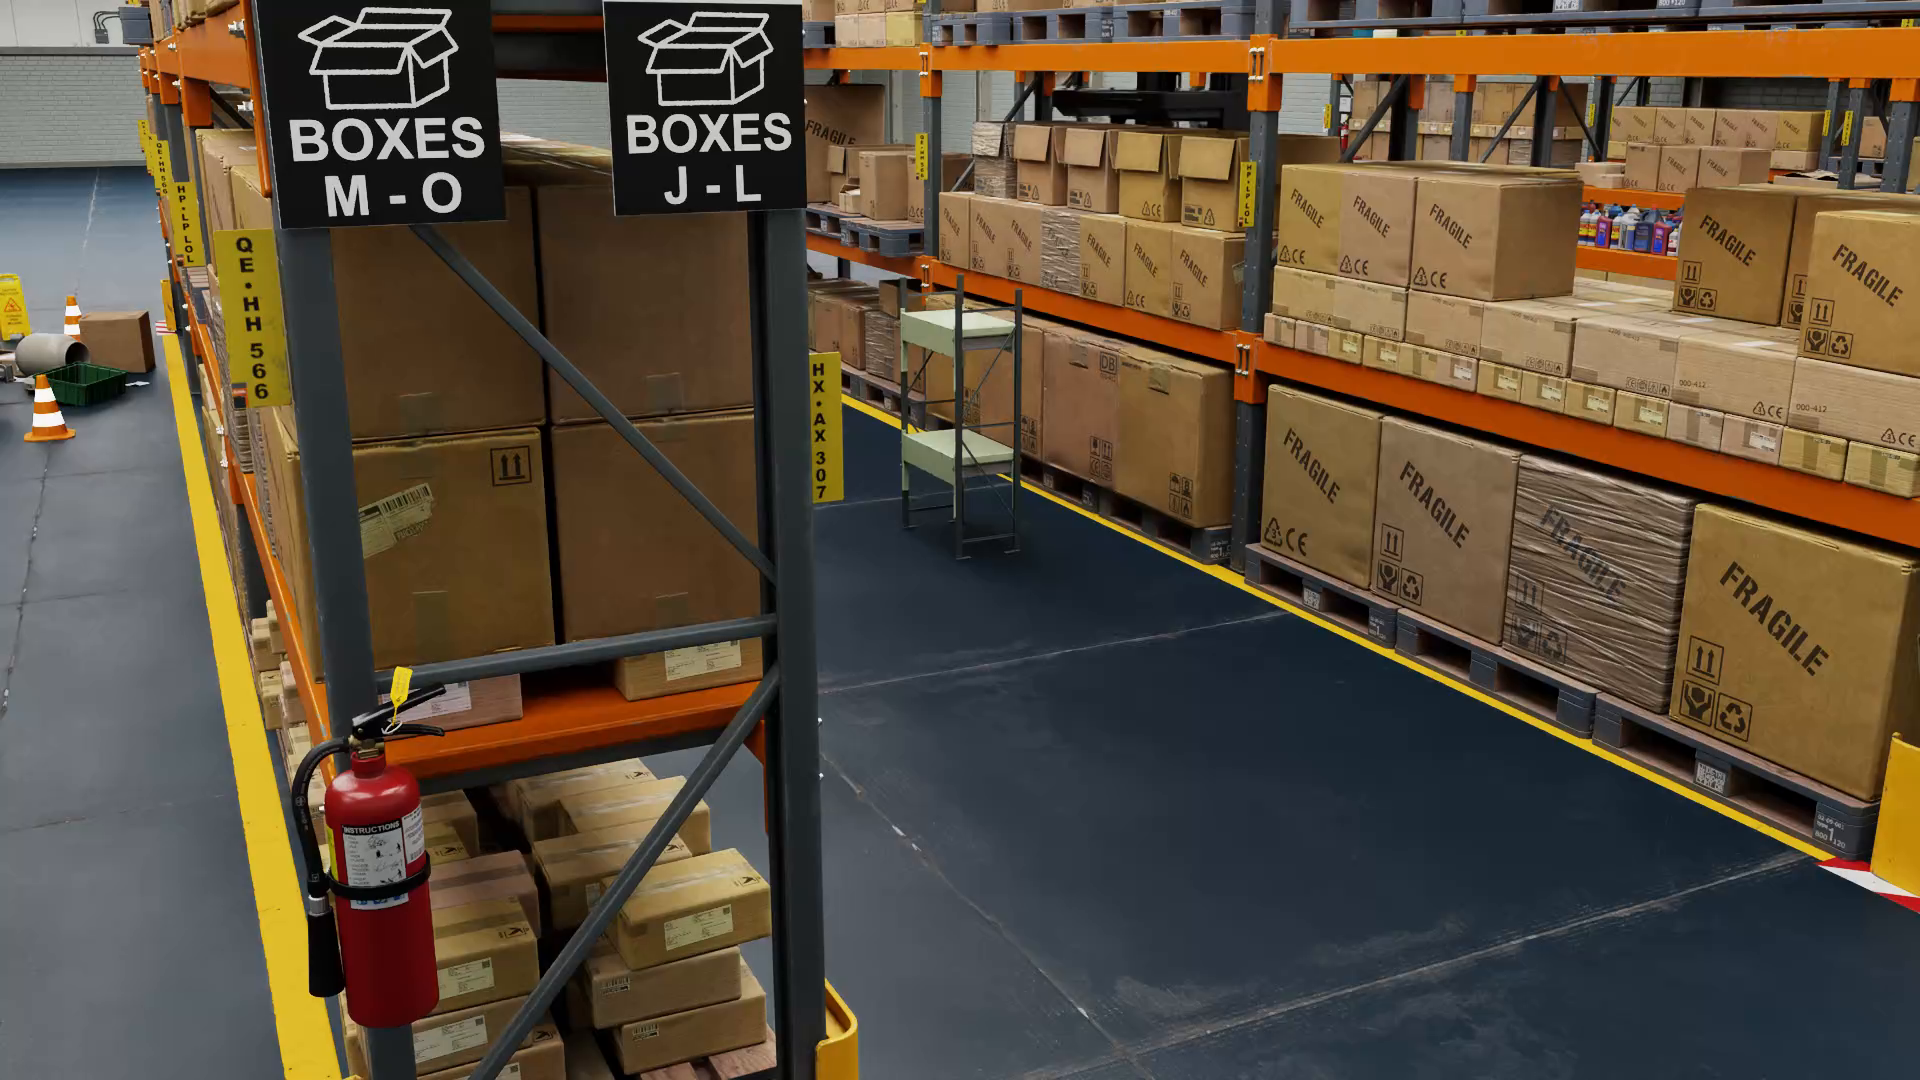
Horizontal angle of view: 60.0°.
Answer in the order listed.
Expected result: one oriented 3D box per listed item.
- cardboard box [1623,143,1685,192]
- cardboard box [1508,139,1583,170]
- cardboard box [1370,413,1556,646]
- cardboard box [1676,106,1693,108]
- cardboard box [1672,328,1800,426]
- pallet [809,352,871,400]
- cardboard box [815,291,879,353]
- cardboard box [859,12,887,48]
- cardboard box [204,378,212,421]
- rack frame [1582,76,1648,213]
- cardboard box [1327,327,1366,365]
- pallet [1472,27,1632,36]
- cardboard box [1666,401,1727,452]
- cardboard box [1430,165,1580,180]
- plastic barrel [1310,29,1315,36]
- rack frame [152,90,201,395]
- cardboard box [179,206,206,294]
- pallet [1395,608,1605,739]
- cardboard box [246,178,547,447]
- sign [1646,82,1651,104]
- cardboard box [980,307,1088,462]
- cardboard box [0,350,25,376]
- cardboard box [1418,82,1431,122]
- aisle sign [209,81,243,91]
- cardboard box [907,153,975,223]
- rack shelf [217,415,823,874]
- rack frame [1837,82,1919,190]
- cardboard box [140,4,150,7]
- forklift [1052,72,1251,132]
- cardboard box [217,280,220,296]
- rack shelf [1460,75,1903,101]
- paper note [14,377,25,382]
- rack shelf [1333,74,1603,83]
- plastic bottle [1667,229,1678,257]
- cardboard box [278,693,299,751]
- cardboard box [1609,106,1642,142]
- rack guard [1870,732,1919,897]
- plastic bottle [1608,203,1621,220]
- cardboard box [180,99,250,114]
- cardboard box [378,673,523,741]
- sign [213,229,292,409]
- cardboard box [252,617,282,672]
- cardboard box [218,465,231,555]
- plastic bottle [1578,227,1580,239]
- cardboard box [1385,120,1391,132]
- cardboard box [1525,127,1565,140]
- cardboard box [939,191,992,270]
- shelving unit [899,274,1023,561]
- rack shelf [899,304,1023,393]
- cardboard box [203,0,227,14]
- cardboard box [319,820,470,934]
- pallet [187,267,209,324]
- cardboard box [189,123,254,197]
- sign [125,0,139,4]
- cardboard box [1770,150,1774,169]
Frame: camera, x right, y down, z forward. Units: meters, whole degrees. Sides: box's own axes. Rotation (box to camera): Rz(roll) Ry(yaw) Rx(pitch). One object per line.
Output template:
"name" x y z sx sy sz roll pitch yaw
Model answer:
"cardboard box" 7.917 -4.229 18.867 0.500 0.500 0.500 -6 17 -21
"cardboard box" 7.164 -4.661 20.374 0.700 0.500 0.500 -8 18 -26
"cardboard box" 2.574 -0.108 7.780 0.875 0.875 0.875 -8 18 -25
"cardboard box" 10.673 -6.176 24.710 0.500 0.500 0.500 -7 18 -24
"cardboard box" 3.042 -0.617 6.195 0.500 0.250 0.500 -8 18 -26
"pallet" -0.662 -1.471 14.495 1.003 0.211 1.213 -8 18 -25
"cardboard box" -0.855 -1.903 14.680 0.700 0.500 0.500 -9 19 -30
"cardboard box" -0.448 -3.895 12.720 0.500 0.250 0.500 -8 18 -25
"cardboard box" -3.986 -0.776 9.428 0.500 0.250 0.500 -8 18 -26
"rack frame" 10.063 -6.095 25.552 1.000 3.000 0.127 -8 18 -25
"cardboard box" 2.024 -0.959 8.111 0.380 0.149 0.250 -7 17 -23
"pallet" 4.910 -4.064 13.378 1.003 0.211 1.213 -8 18 -25
"cardboard box" 2.929 -0.449 6.332 0.380 0.149 0.250 -7 18 -24
"cardboard box" 2.620 -1.549 8.083 0.500 0.500 0.500 -7 18 -24
"plastic barrel" 3.614 -5.327 16.528 0.600 0.901 0.600 0 16 0
"rack frame" -6.045 -2.733 13.837 1.000 3.000 0.127 -8 18 -25
"cardboard box" -4.732 -1.869 10.643 0.500 0.500 0.500 -8 18 -25
"pallet" 2.764 0.517 7.565 1.003 0.211 1.213 -8 18 -25
"cardboard box" -1.212 -0.513 3.566 0.500 0.500 0.500 -8 18 -26
"sign" 10.571 -6.866 25.565 0.100 0.325 0.005 -8 18 -25
"cardboard box" 0.877 -1.101 11.239 1.225 0.875 0.875 -8 18 -25
"cardboard box" -8.454 -1.623 14.924 0.396 0.266 0.258 -5 17 -15
"cardboard box" 6.285 -5.782 21.928 0.700 0.500 0.500 -8 18 -25
"aisle sign" -7.559 -5.028 17.122 0.394 0.787 0.004 -8 18 -25
"cardboard box" -0.062 -2.695 12.760 0.500 0.500 0.500 -10 19 -32
"rack shelf" -1.664 0.092 5.296 1.077 0.370 4.000 -8 18 -25
"rack frame" 9.117 -3.512 16.550 1.000 3.000 0.127 -8 18 -25
"cardboard box" -5.306 -3.878 11.266 0.500 0.500 0.500 -8 18 -25
"forklift" 1.352 -2.240 12.242 3.031 2.935 1.130 -14 21 -41
"cardboard box" -2.327 -0.666 5.911 0.500 0.500 0.500 -8 18 -25
"rack shelf" 5.539 -3.514 12.425 1.077 0.370 4.000 -8 18 -25
"paper note" -8.285 -1.418 14.651 0.172 0.023 0.155 -2 16 -6
"rack shelf" 6.488 -6.096 21.420 1.077 0.370 4.000 -8 18 -25
"plastic bottle" 5.335 -2.218 12.400 0.097 0.201 0.097 0 16 0
"cardboard box" -2.398 0.669 6.387 0.380 0.149 0.250 -8 18 -25
"cardboard box" 10.002 -6.238 24.928 0.500 0.500 0.500 -8 18 -25
"rack guard" 3.725 0.875 5.794 1.175 0.500 0.348 -8 18 -25
"plastic bottle" 5.444 -2.667 13.841 0.097 0.271 0.097 0 16 0
"cardboard box" -6.176 -3.420 14.001 0.875 0.550 0.550 -8 18 -25
"cardboard box" -1.185 0.316 3.666 0.380 0.149 0.250 -8 18 -25
"sign" -1.296 -0.404 3.049 0.100 0.325 0.005 -8 18 -25
"cardboard box" -2.669 0.404 6.771 0.380 0.149 0.250 -7 17 -22
"cardboard box" -3.536 -0.158 8.633 0.500 0.500 0.500 -8 18 -26
"plastic bottle" 4.883 -2.501 13.240 0.061 0.283 0.133 -8 18 -25
"cardboard box" 5.925 -5.542 22.268 0.380 0.149 0.250 -8 18 -26
"cardboard box" 7.053 -4.905 20.048 0.380 0.149 0.250 -8 18 -25
"cardboard box" 0.178 -2.210 11.834 0.500 0.500 0.500 -7 17 -23
"shelving unit" -0.003 -0.723 9.550 0.431 1.500 0.755 -8 18 -25
"rack shelf" -0.003 -1.098 9.442 0.431 0.370 0.720 -8 18 -25
"cardboard box" -1.455 -1.334 3.795 0.500 0.250 0.500 -8 18 -25
"cardboard box" -1.534 0.906 4.484 0.380 0.149 0.250 -8 18 -26
"pallet" -3.885 -1.485 9.836 1.213 0.211 1.003 -8 18 -25
"cardboard box" -4.703 -2.508 11.058 0.700 0.500 0.500 -8 18 -26
"sign" -6.544 -4.394 13.106 0.100 0.325 0.005 -8 18 -25
"cardboard box" 11.125 -5.246 22.829 0.500 0.250 0.500 -8 18 -25
